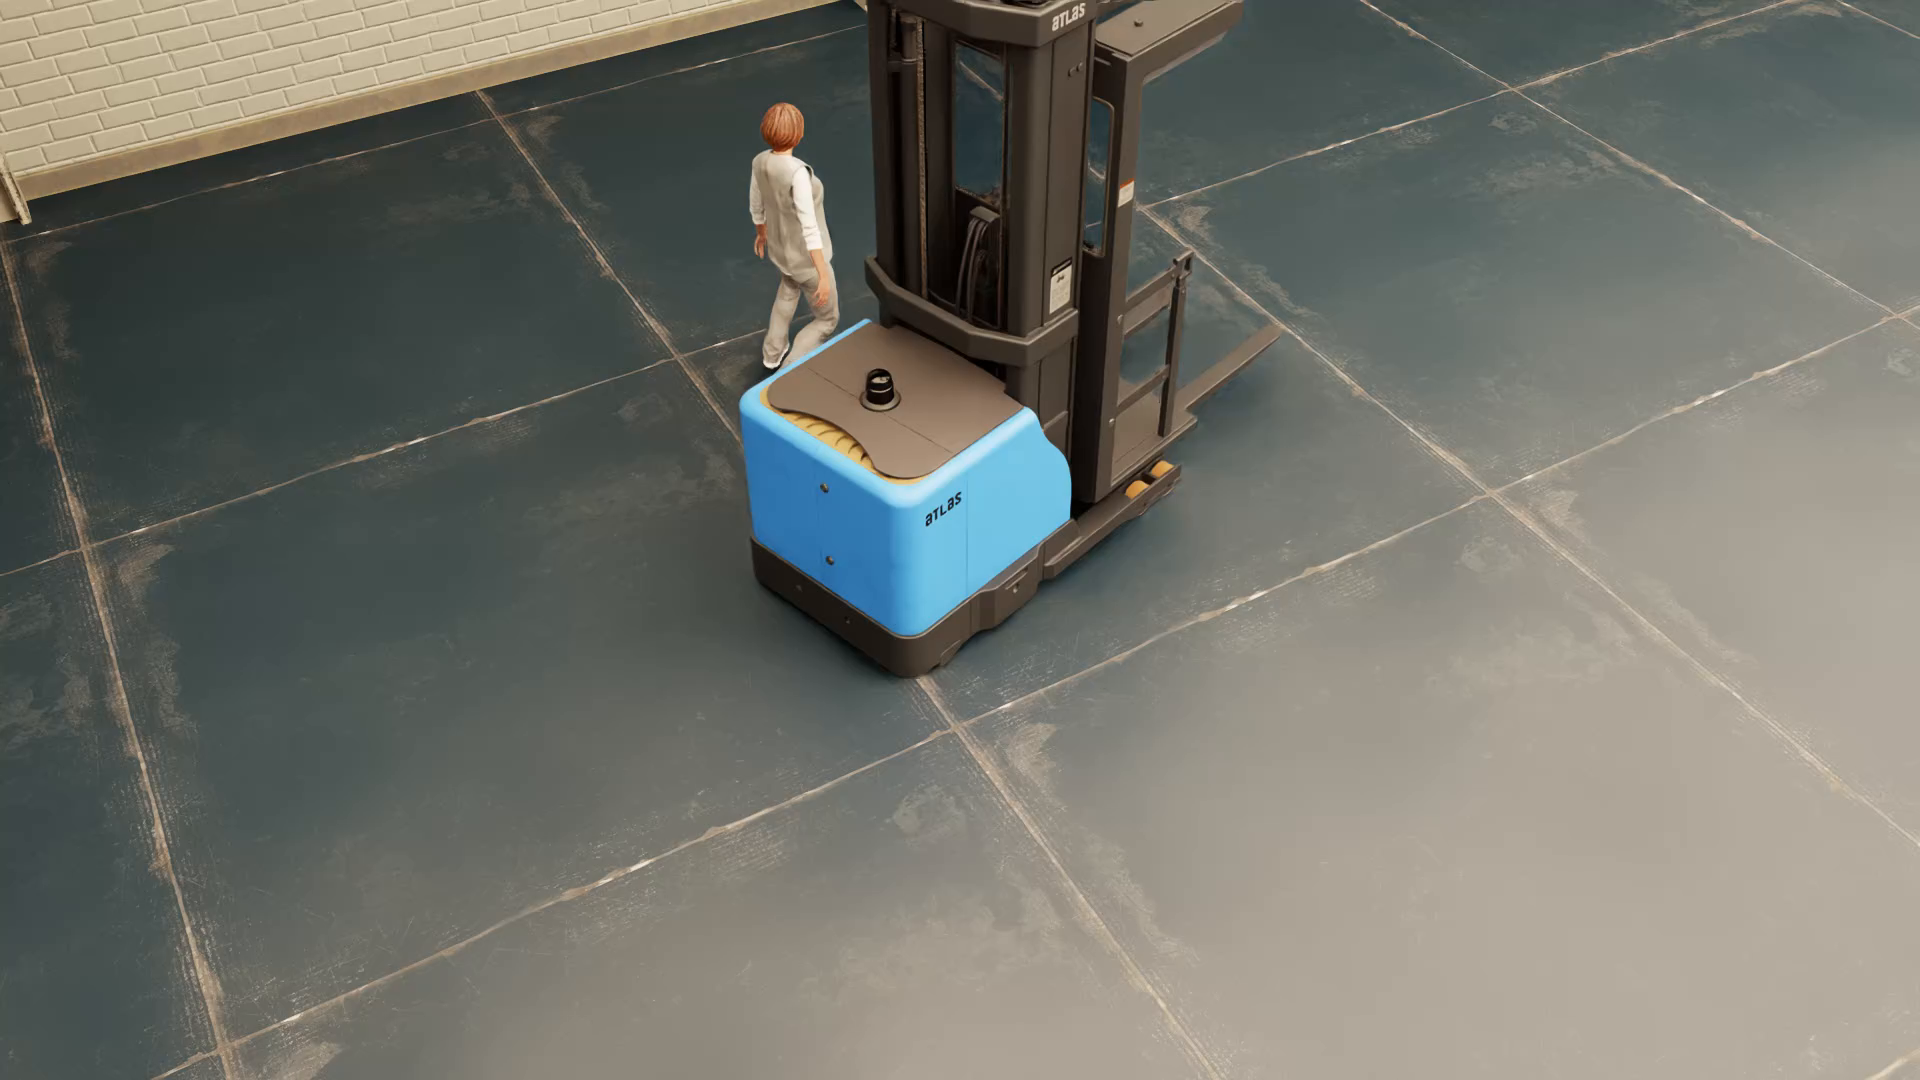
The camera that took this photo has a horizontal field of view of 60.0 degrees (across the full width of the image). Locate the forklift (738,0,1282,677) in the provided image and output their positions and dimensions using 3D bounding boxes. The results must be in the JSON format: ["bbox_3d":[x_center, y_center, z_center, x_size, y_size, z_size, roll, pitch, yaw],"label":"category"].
[{"bbox_3d":[0.423,-1.405,7.213,1.130,2.935,3.031,32,51,30],"label":"forklift"}]

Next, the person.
[{"bbox_3d":[-0.850,-1.379,8.208,0.442,1.532,0.743,-27,49,-26],"label":"person"}]
